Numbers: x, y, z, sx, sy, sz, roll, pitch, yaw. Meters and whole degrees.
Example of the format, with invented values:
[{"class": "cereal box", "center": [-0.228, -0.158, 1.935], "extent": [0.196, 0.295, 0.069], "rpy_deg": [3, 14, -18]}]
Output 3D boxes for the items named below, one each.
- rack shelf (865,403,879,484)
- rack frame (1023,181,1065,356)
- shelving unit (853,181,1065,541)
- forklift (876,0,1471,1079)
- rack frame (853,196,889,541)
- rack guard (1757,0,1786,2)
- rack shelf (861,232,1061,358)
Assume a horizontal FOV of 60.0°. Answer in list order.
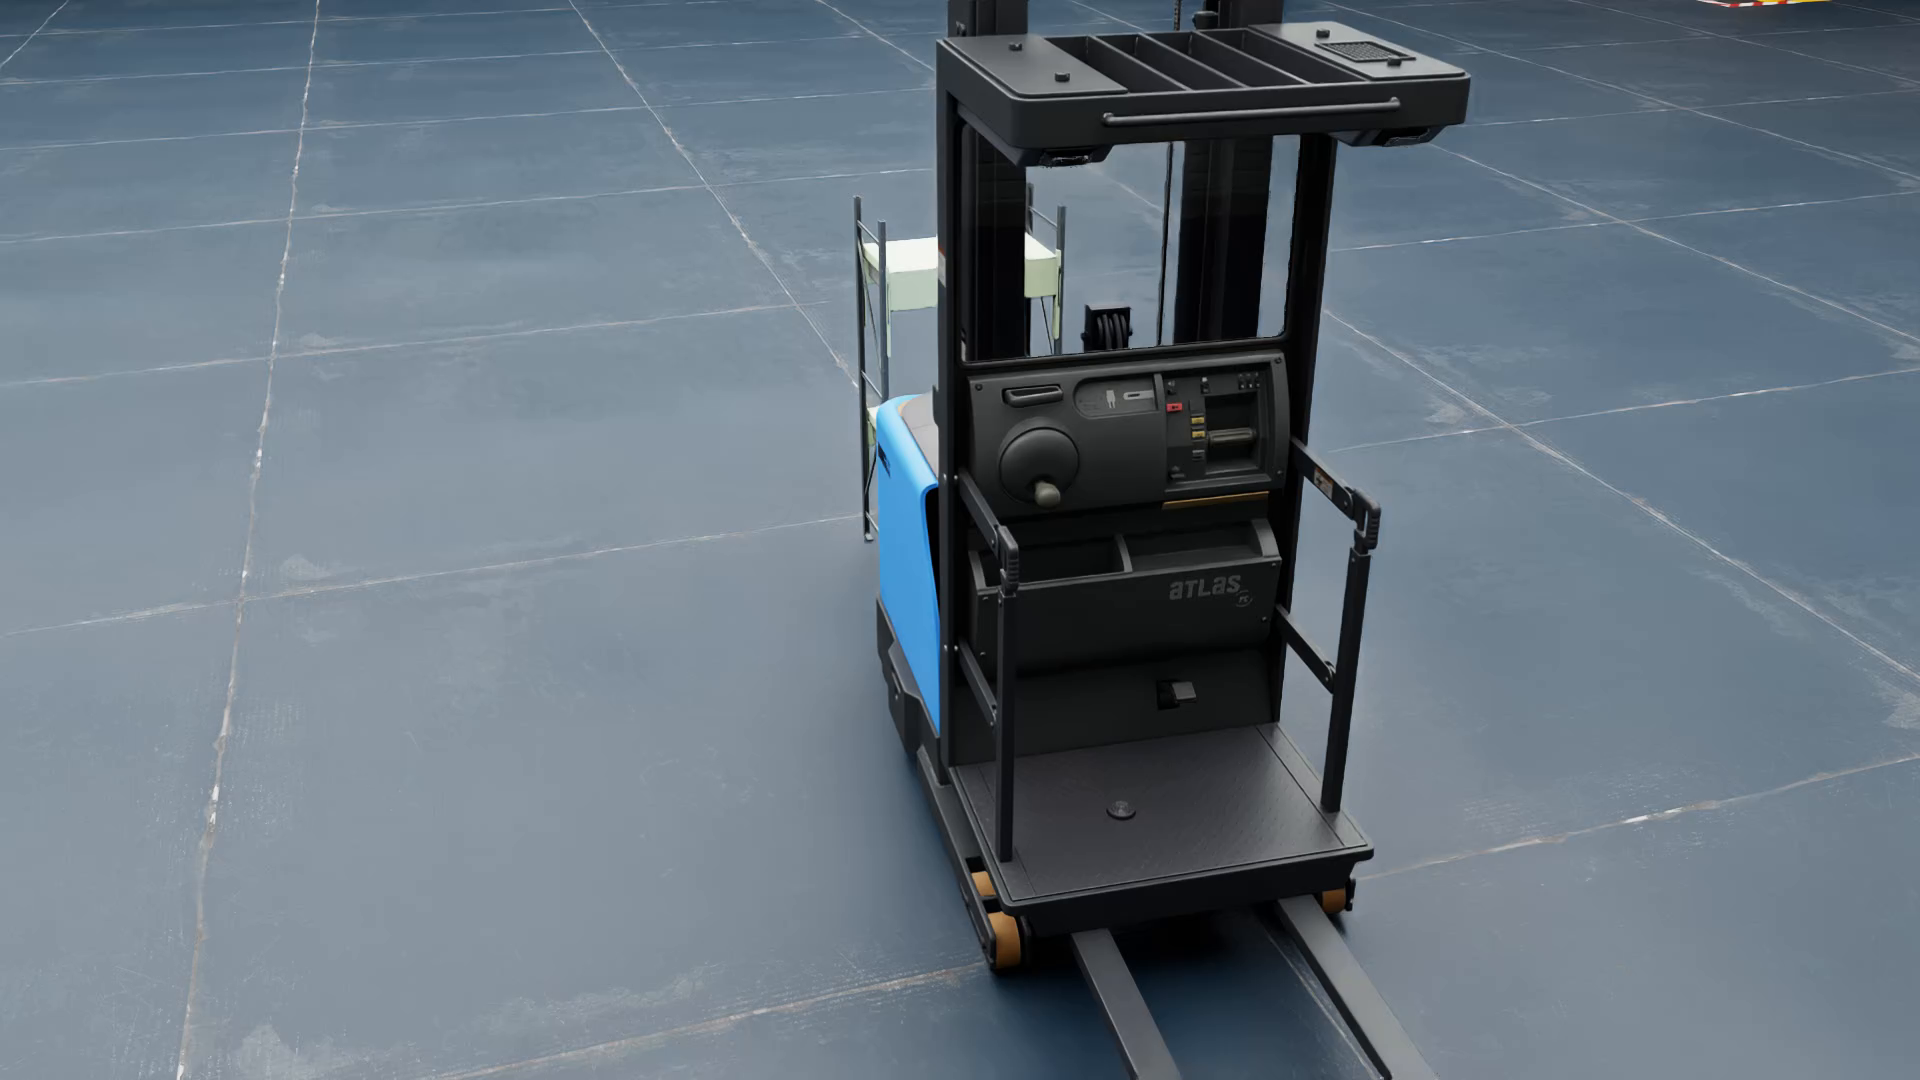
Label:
[{"class": "rack shelf", "center": [-0.006, -0.379, 7.060], "extent": [0.720, 0.370, 0.431], "rpy_deg": [-8, 28, -16]}, {"class": "rack frame", "center": [0.342, -0.721, 7.016], "extent": [0.023, 1.500, 0.400], "rpy_deg": [-8, 28, -16]}, {"class": "shelving unit", "center": [-0.006, -0.671, 6.915], "extent": [0.755, 1.500, 0.431], "rpy_deg": [-8, 28, -16]}, {"class": "forklift", "center": [0.538, -0.270, 4.498], "extent": [1.130, 2.935, 3.031], "rpy_deg": [-6, 27, -12]}, {"class": "rack frame", "center": [-0.354, -0.620, 6.813], "extent": [0.023, 1.500, 0.400], "rpy_deg": [-8, 28, -16]}, {"class": "rack guard", "center": [10.054, -7.214, 21.219], "extent": [0.348, 0.500, 1.175], "rpy_deg": [-8, 28, -16]}, {"class": "rack shelf", "center": [-0.006, -1.020, 6.741], "extent": [0.720, 0.370, 0.431], "rpy_deg": [-8, 28, -16]}]
